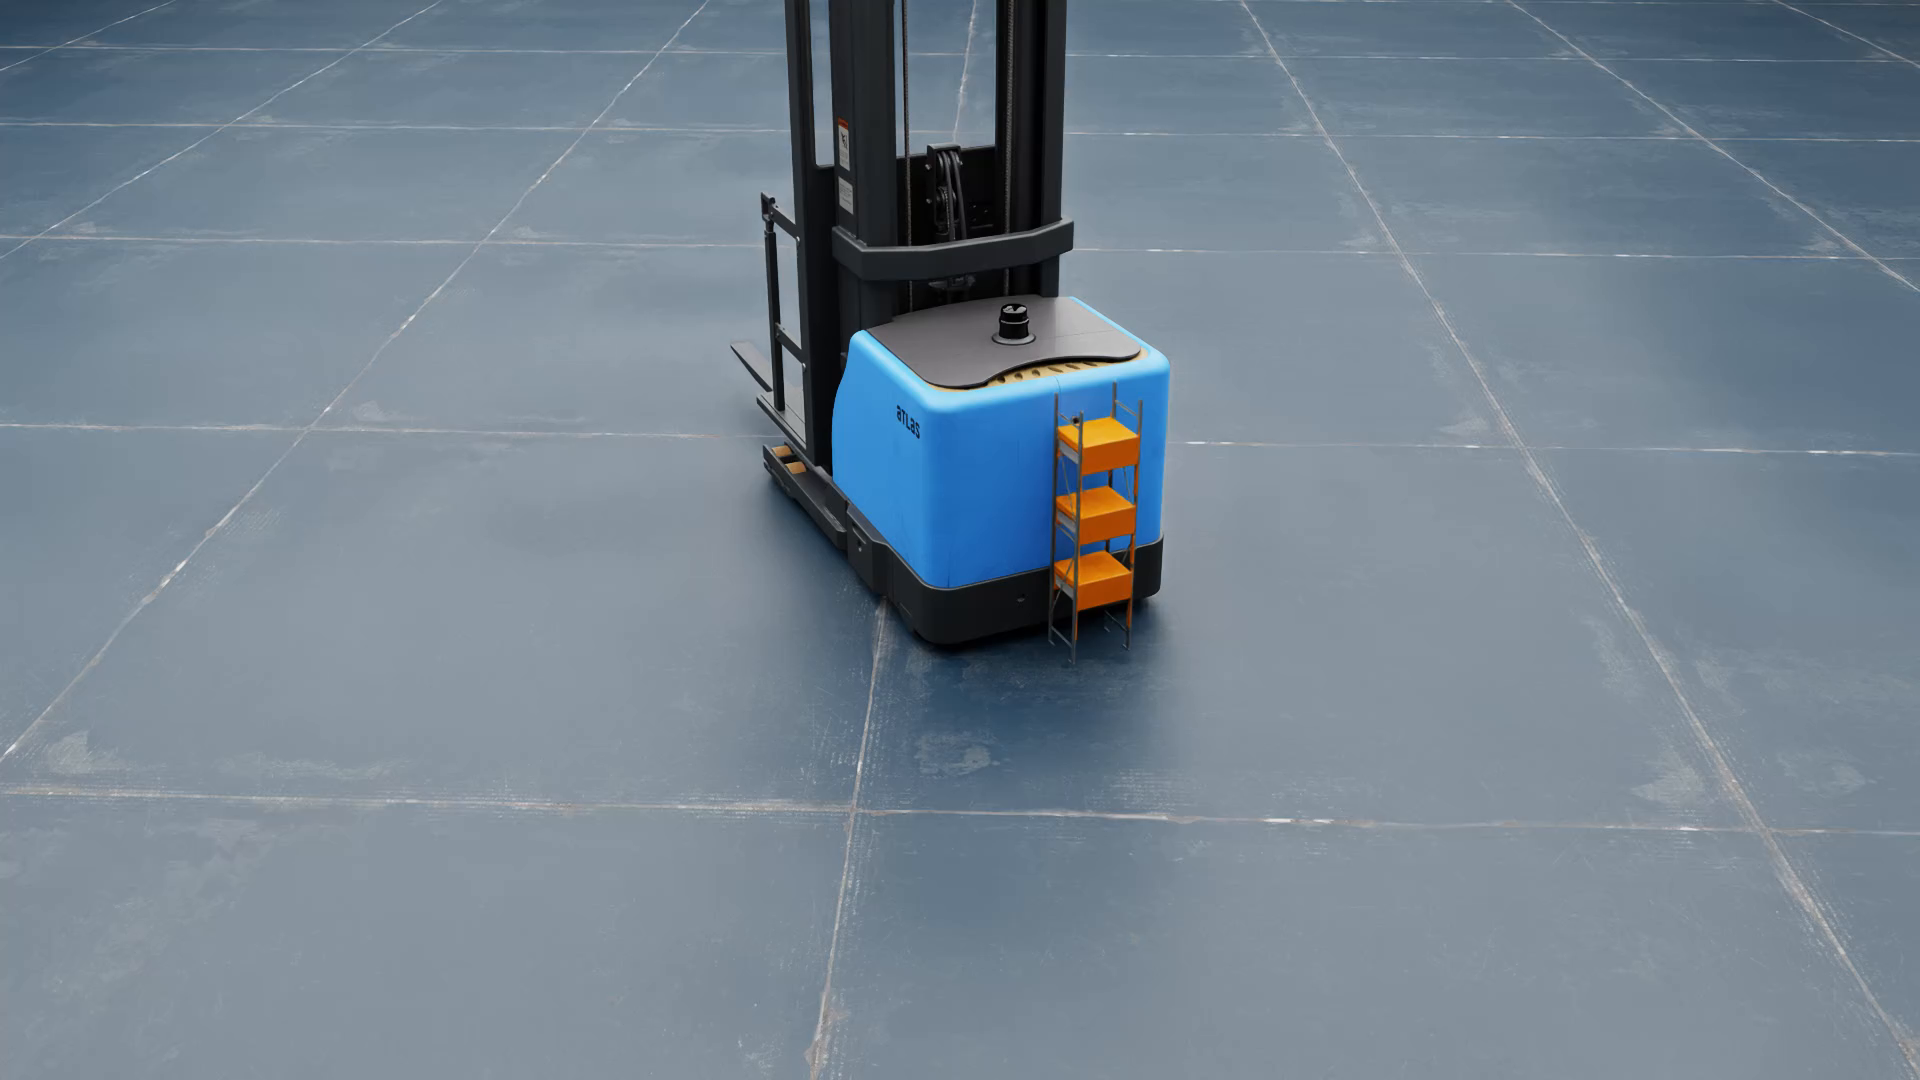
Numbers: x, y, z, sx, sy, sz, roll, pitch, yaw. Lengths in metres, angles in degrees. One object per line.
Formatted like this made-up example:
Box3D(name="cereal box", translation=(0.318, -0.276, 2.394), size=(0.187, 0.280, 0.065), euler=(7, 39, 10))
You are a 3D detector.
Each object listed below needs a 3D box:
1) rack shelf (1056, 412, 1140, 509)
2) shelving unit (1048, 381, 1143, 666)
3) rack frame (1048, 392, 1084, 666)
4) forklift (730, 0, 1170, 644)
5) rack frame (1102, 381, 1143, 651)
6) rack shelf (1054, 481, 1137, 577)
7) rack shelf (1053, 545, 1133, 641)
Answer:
Box3D(name="rack shelf", translation=(0.499, -0.295, 6.100), size=(0.240, 0.259, 0.215), euler=(-13, 30, -23))
Box3D(name="shelving unit", translation=(0.500, -0.053, 6.227), size=(0.252, 1.050, 0.215), euler=(-13, 30, -23))
Box3D(name="rack frame", translation=(0.390, -0.028, 6.180), size=(0.008, 1.050, 0.200), euler=(-13, 30, -23))
Box3D(name="forklift", translation=(-0.265, -1.563, 7.069), size=(1.130, 2.935, 3.031), euler=(-12, 30, -22))
Box3D(name="rack frame", translation=(0.610, -0.077, 6.274), size=(0.008, 1.050, 0.200), euler=(-13, 30, -23))
Box3D(name="rack shelf", translation=(0.500, -0.043, 6.232), size=(0.240, 0.259, 0.215), euler=(-13, 30, -23))
Box3D(name="rack shelf", translation=(0.501, 0.203, 6.361), size=(0.240, 0.259, 0.215), euler=(-13, 30, -23))
